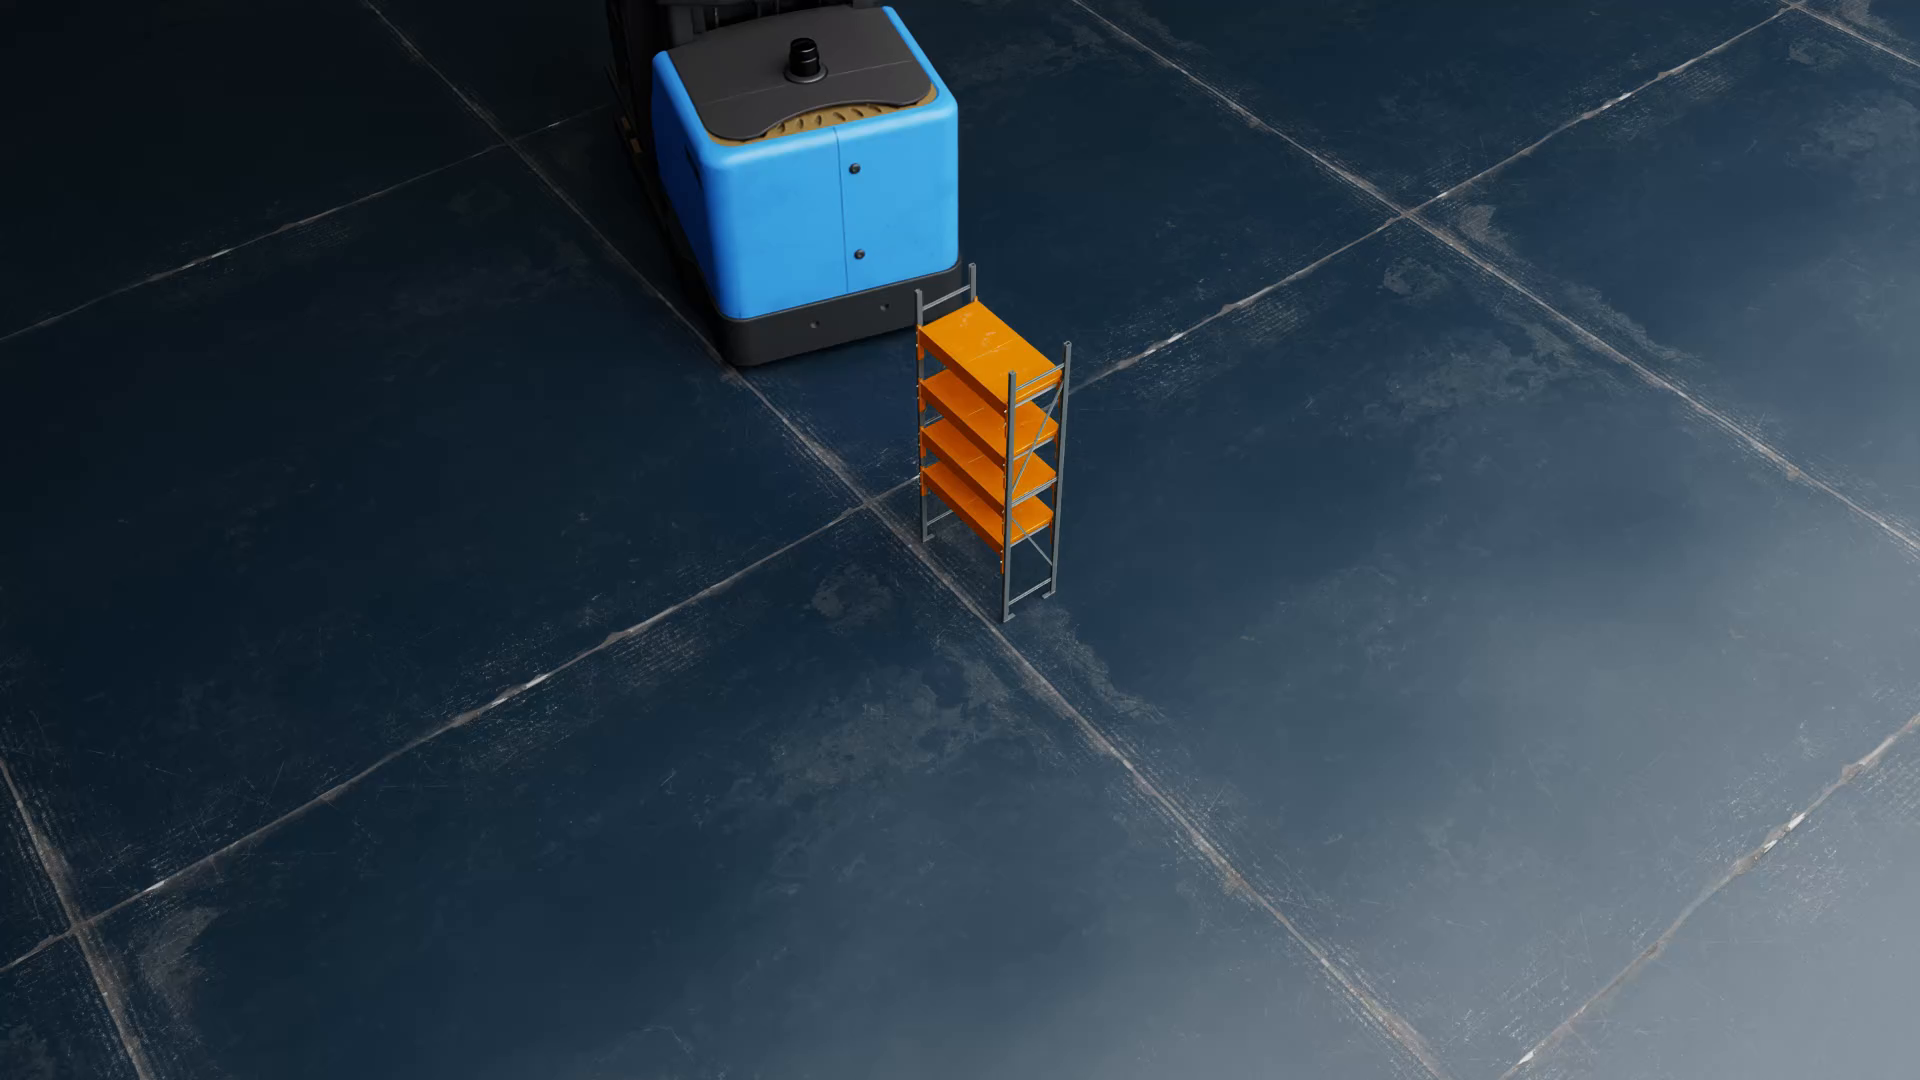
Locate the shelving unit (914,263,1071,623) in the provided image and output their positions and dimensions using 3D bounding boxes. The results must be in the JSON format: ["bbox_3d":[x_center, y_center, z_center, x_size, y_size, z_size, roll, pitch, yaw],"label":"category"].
[{"bbox_3d":[0.100,-0.305,5.717,0.258,1.200,0.503,-29,54,-24],"label":"shelving unit"}]

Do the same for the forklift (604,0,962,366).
[{"bbox_3d":[-0.997,-2.808,6.817,1.130,2.935,3.031,-16,50,-14],"label":"forklift"}]

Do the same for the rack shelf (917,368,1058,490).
[{"bbox_3d":[0.100,-0.410,5.601,0.258,0.148,0.480,-29,54,-24],"label":"rack shelf"}]

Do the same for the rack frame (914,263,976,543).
[{"bbox_3d":[-0.048,-0.449,5.847,0.240,1.200,0.015,-29,54,-24],"label":"rack frame"}]

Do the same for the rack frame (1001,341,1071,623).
[{"bbox_3d":[0.248,-0.162,5.587,0.240,1.200,0.015,-29,54,-24],"label":"rack frame"}]

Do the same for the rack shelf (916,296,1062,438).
[{"bbox_3d":[0.100,-0.569,5.426,0.258,0.148,0.480,-29,54,-24],"label":"rack shelf"}]

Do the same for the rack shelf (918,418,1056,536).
[{"bbox_3d":[0.100,-0.260,5.767,0.258,0.148,0.480,-29,54,-24],"label":"rack shelf"}]

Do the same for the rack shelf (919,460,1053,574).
[{"bbox_3d":[0.100,-0.127,5.914,0.258,0.148,0.480,-29,54,-24],"label":"rack shelf"}]
